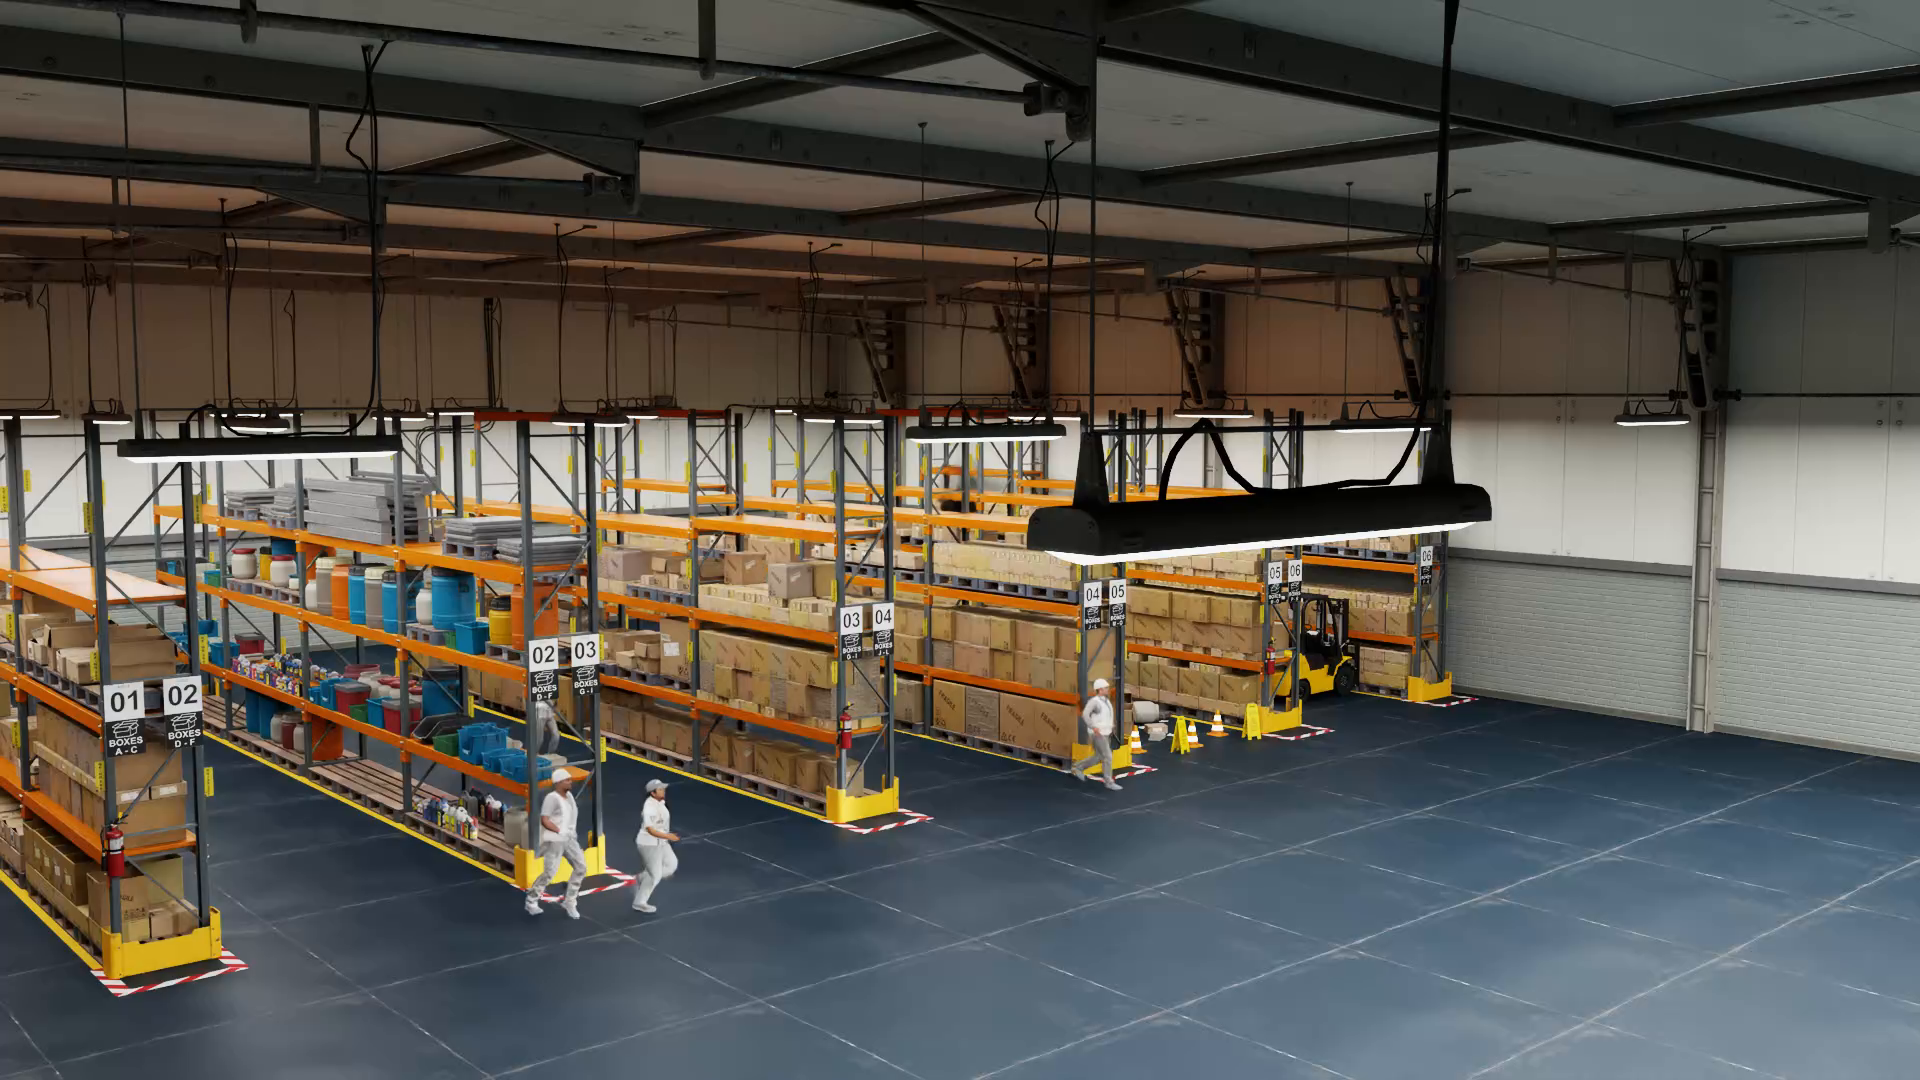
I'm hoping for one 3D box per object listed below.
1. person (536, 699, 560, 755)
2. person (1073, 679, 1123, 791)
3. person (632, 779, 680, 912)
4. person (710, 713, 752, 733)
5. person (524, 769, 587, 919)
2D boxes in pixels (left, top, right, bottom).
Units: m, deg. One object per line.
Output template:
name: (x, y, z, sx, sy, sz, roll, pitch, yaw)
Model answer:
person: (-7.000, 3.030, 28.021, 0.684, 1.734, 0.592, 4, 7, 40)
person: (2.225, 3.108, 26.761, 0.897, 1.765, 0.665, 2, 6, 25)
person: (-3.727, 3.735, 20.458, 0.603, 1.630, 0.637, 0, 5, 2)
person: (-4.308, 2.735, 31.115, 0.950, 1.749, 0.620, 5, 7, 44)
person: (-4.880, 3.684, 20.260, 0.690, 1.800, 0.745, 2, 5, 18)
